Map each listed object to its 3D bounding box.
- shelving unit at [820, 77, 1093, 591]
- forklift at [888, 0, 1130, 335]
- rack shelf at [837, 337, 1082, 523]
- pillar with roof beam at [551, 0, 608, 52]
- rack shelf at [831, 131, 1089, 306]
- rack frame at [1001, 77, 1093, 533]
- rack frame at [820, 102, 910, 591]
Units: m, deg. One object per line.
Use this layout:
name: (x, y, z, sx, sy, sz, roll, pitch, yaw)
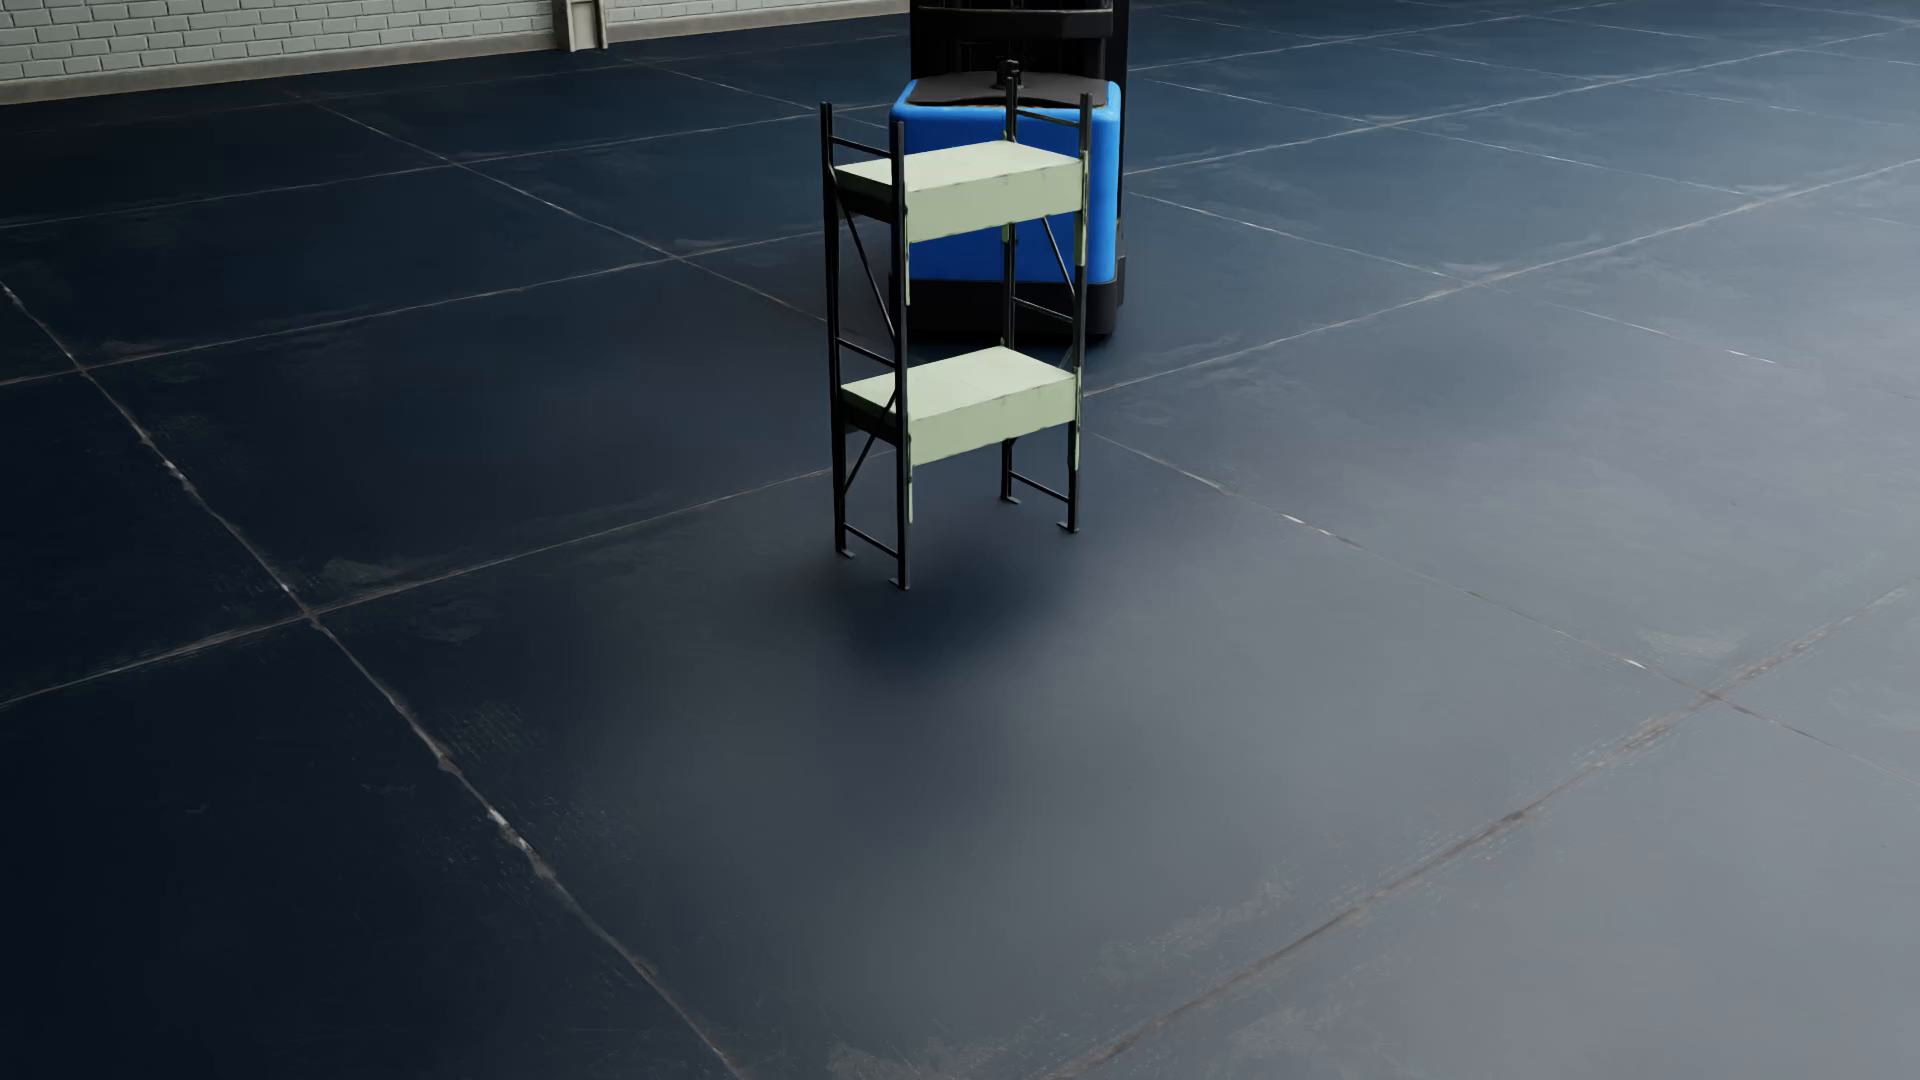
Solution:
shelving unit: (-0.005, -0.679, 5.431, 0.755, 1.500, 0.431, -18, 31, -34)
forklift: (0.317, -2.852, 8.414, 1.130, 2.935, 3.031, 2, 25, 5)
rack shelf: (-0.005, -0.383, 5.568, 0.720, 0.370, 0.431, -18, 31, -34)
pillar with roof beam: (-0.950, -7.351, 10.900, 0.400, 9.000, 9.100, -18, 31, -34)
rack shelf: (-0.005, -1.033, 5.266, 0.720, 0.370, 0.431, -18, 31, -34)
rack frame: (0.283, -0.774, 5.635, 0.023, 1.500, 0.400, -18, 31, -34)
rack frame: (-0.293, -0.583, 5.226, 0.023, 1.500, 0.400, -18, 31, -34)
